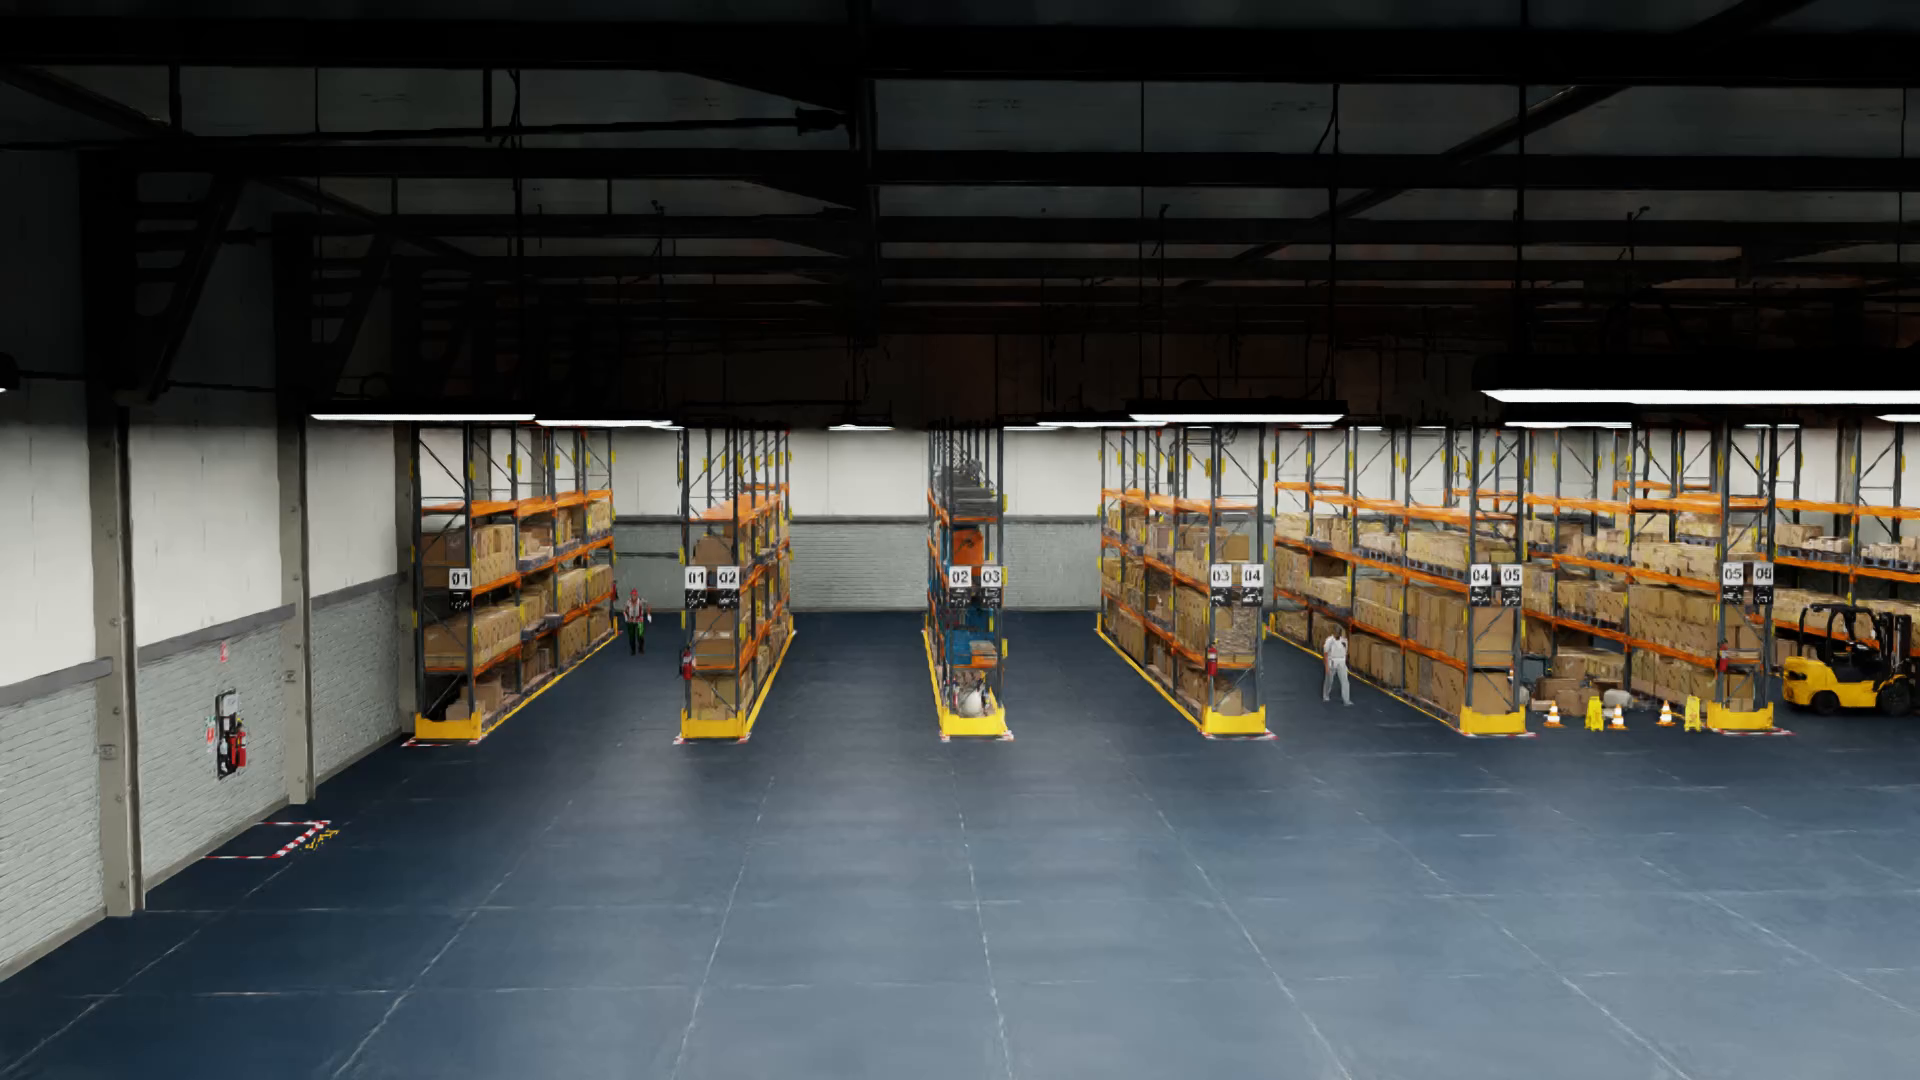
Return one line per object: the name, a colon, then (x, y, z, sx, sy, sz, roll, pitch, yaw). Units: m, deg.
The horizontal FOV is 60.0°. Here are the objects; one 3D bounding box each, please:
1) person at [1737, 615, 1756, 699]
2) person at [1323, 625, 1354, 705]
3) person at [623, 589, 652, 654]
person: (16.744, 2.497, 35.636, 0.605, 1.781, 0.678, 2, 4, 23)
person: (7.879, 2.591, 34.818, 0.547, 1.667, 1.116, 0, 4, -5)
person: (-8.298, 2.099, 42.614, 0.688, 1.712, 0.780, 0, 4, 2)
